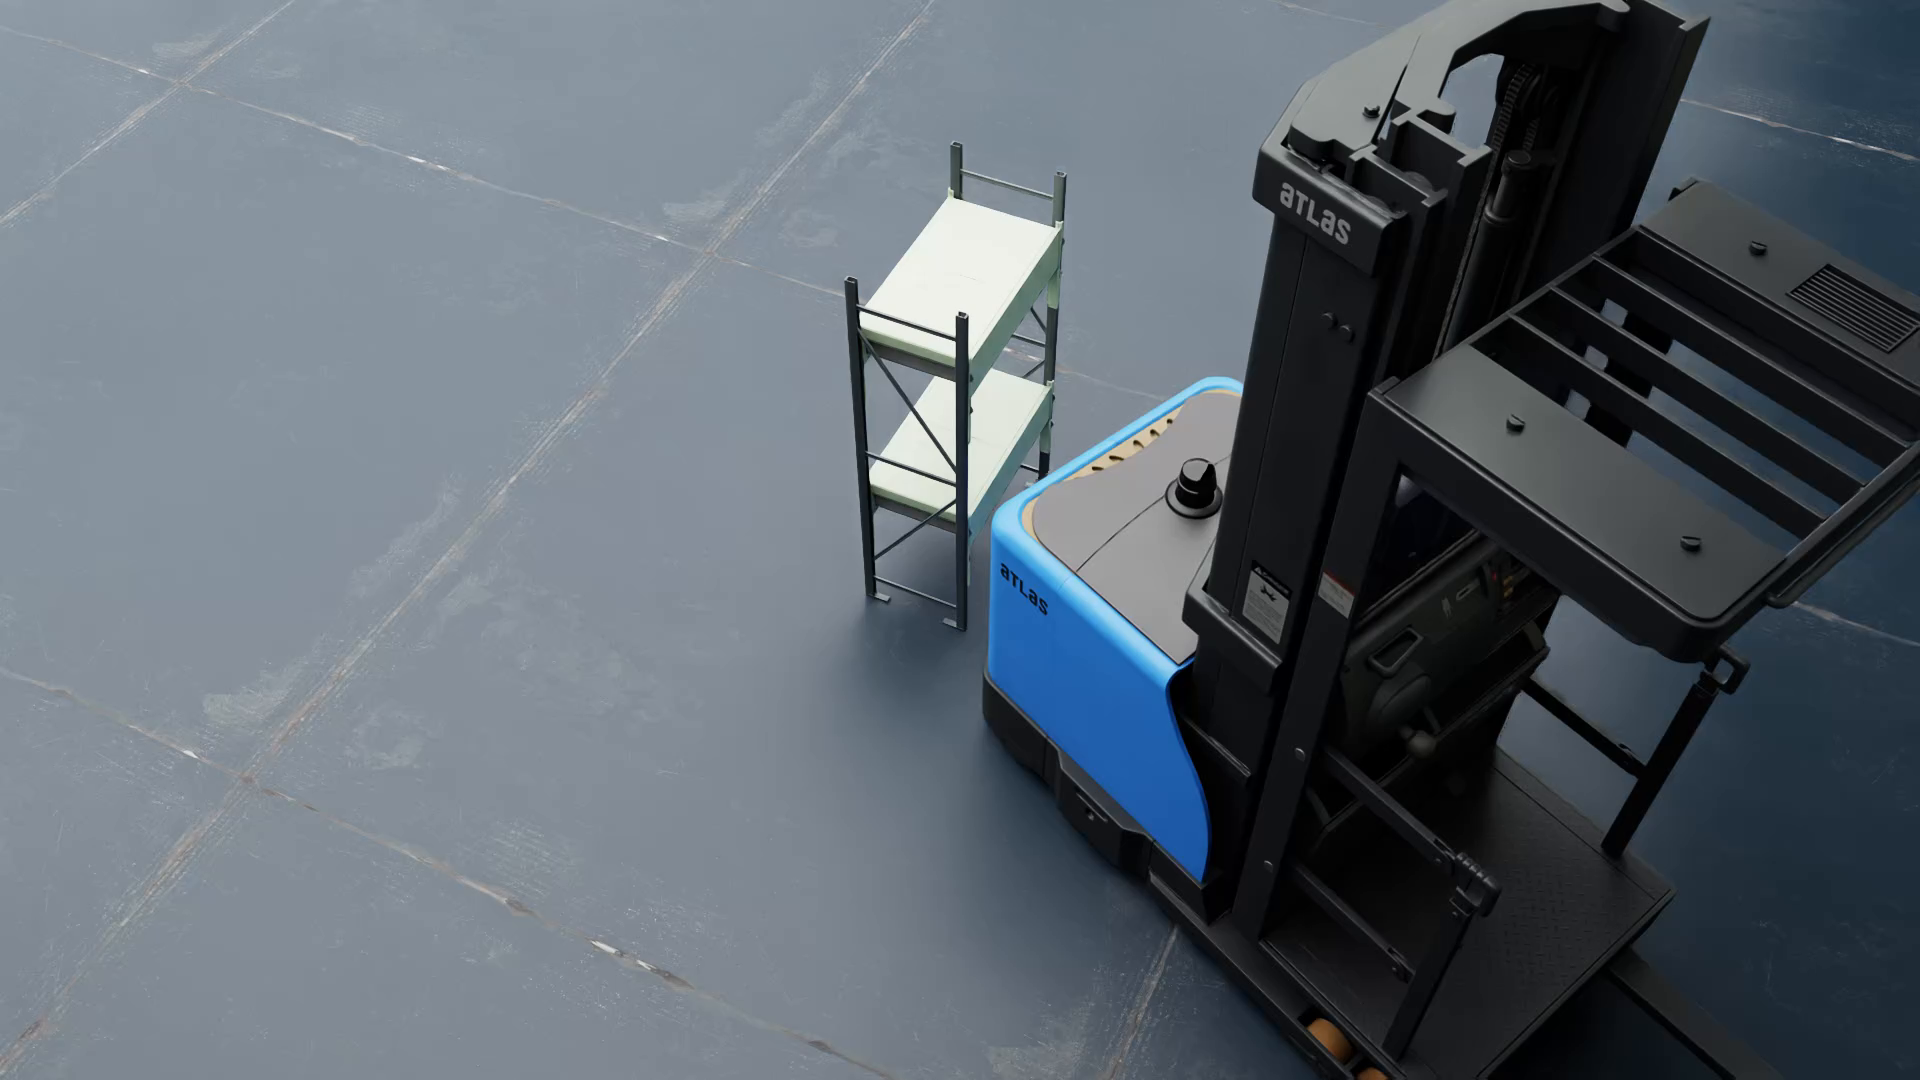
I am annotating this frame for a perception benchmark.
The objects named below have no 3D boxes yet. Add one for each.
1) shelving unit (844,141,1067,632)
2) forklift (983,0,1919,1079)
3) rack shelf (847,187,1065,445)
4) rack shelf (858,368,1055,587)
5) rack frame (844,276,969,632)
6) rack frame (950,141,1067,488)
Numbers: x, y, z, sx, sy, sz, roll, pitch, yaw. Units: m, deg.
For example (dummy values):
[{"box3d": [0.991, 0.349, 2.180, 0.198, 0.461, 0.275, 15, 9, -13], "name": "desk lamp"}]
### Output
[{"box3d": [-0.003, -0.481, 5.675, 0.431, 1.500, 0.755, 20, 52, 16], "name": "shelving unit"}, {"box3d": [1.403, 0.297, 4.073, 1.130, 2.935, 3.031, -32, 57, -24], "name": "forklift"}, {"box3d": [-0.003, -0.734, 5.378, 0.431, 0.370, 0.720, 20, 52, 16], "name": "rack shelf"}, {"box3d": [-0.003, -0.270, 5.923, 0.431, 0.370, 0.720, 20, 52, 16], "name": "rack shelf"}, {"box3d": [-0.159, -0.229, 5.460, 0.400, 1.500, 0.023, 20, 52, 16], "name": "rack frame"}, {"box3d": [0.154, -0.733, 5.889, 0.400, 1.500, 0.023, 20, 52, 16], "name": "rack frame"}]
